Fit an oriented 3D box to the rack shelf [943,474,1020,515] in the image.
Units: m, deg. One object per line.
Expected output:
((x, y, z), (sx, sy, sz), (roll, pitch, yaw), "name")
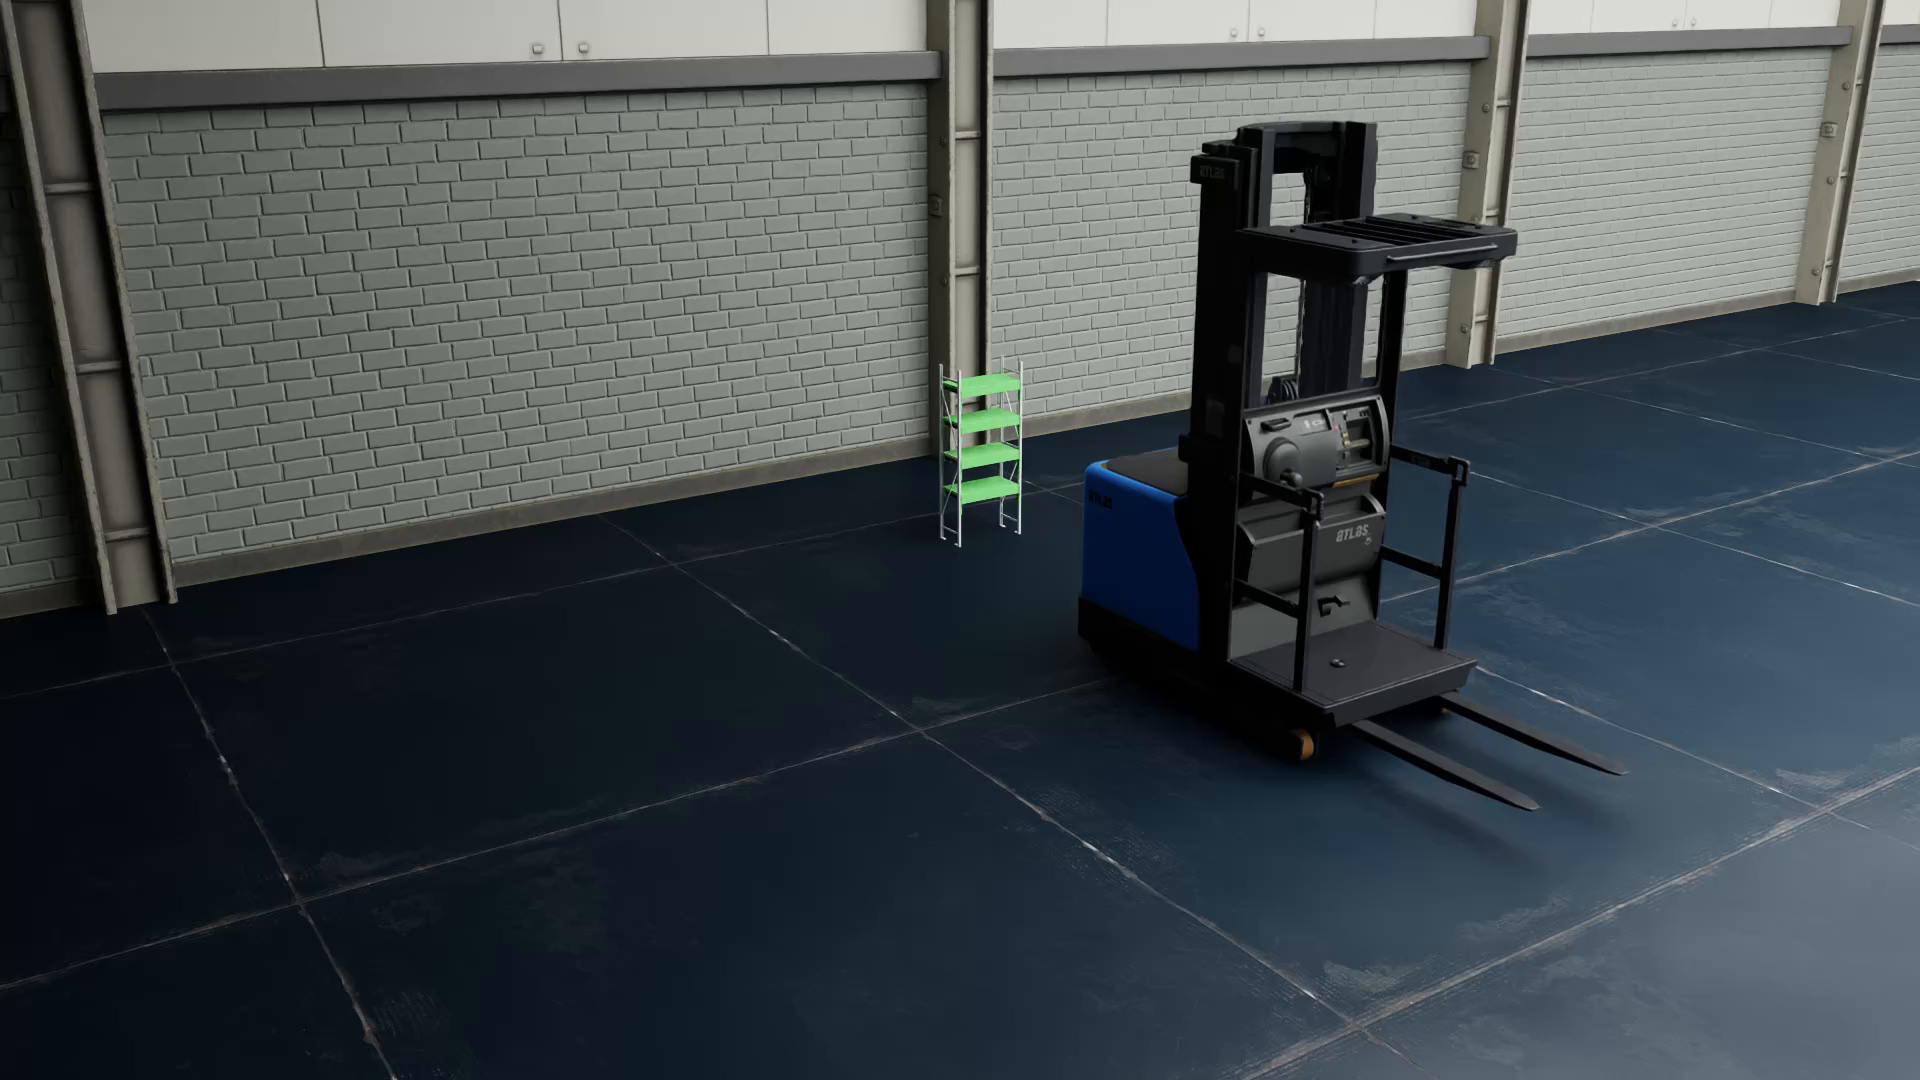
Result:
((0.138, -0.310, 11.236), (0.480, 0.148, 0.258), (-12, 22, -31), "rack shelf")

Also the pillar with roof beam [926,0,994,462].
((2.368, -3.796, 8.423), (0.400, 9.000, 9.100), (-12, 22, -31), "pillar with roof beam")

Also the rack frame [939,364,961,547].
((-0.066, -0.555, 11.012), (0.015, 1.200, 0.240), (-12, 22, -31), "rack frame")

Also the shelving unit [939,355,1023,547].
((0.138, -0.598, 11.139), (0.503, 1.200, 0.258), (-12, 22, -31), "shelving unit")

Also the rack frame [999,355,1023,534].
((0.342, -0.641, 11.266), (0.015, 1.200, 0.240), (-12, 22, -31), "rack frame")

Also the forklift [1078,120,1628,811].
((1.897, -0.483, 8.096), (1.130, 2.935, 3.031), (-12, 22, -31), "forklift")

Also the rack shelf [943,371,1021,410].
((0.138, -0.992, 11.006), (0.480, 0.148, 0.258), (-12, 22, -31), "rack shelf")

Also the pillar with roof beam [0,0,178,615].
((-2.643, -2.739, 5.297), (0.400, 9.000, 9.100), (-12, 22, -31), "pillar with roof beam")

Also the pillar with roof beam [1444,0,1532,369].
((7.379, -4.853, 11.549), (0.400, 9.000, 9.100), (-12, 22, -31), "pillar with roof beam")

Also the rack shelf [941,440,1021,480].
((0.138, -0.537, 11.159), (0.480, 0.148, 0.258), (-12, 22, -31), "rack shelf")

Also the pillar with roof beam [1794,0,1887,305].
((12.390, -5.910, 14.675), (0.400, 9.000, 9.100), (-12, 22, -31), "pillar with roof beam")

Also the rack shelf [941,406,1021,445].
((0.138, -0.764, 11.082), (0.480, 0.148, 0.258), (-12, 22, -31), "rack shelf")
